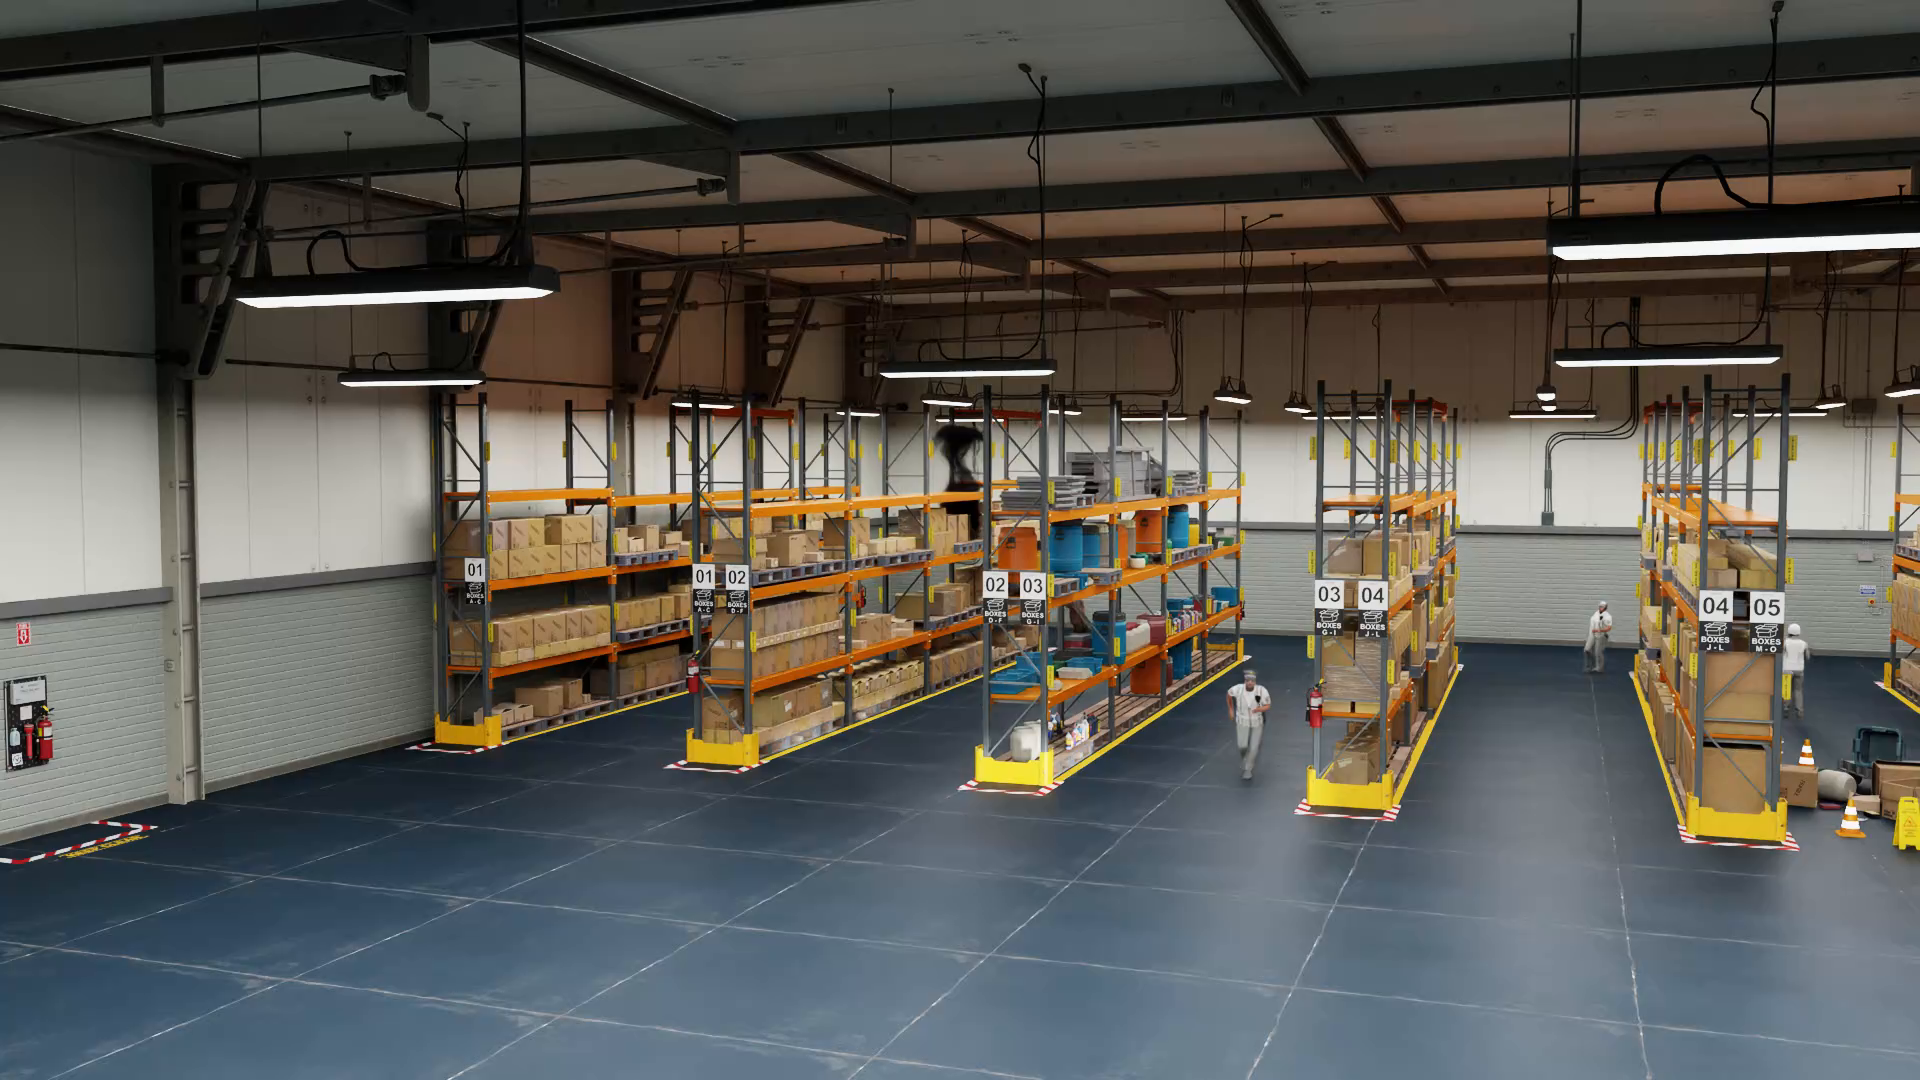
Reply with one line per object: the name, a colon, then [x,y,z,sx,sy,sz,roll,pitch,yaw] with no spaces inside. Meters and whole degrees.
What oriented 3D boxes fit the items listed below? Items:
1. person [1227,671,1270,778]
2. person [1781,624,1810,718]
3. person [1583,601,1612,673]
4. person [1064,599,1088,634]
person: [4.403,2.808,25.365,0.648,1.696,0.738,0,3,7]
person: [15.504,2.469,31.033,0.660,1.809,0.878,1,3,20]
person: [14.399,2.189,37.497,0.626,1.643,0.648,-2,4,-37]
person: [2.955,1.888,42.283,0.715,1.753,0.663,-2,3,-27]
